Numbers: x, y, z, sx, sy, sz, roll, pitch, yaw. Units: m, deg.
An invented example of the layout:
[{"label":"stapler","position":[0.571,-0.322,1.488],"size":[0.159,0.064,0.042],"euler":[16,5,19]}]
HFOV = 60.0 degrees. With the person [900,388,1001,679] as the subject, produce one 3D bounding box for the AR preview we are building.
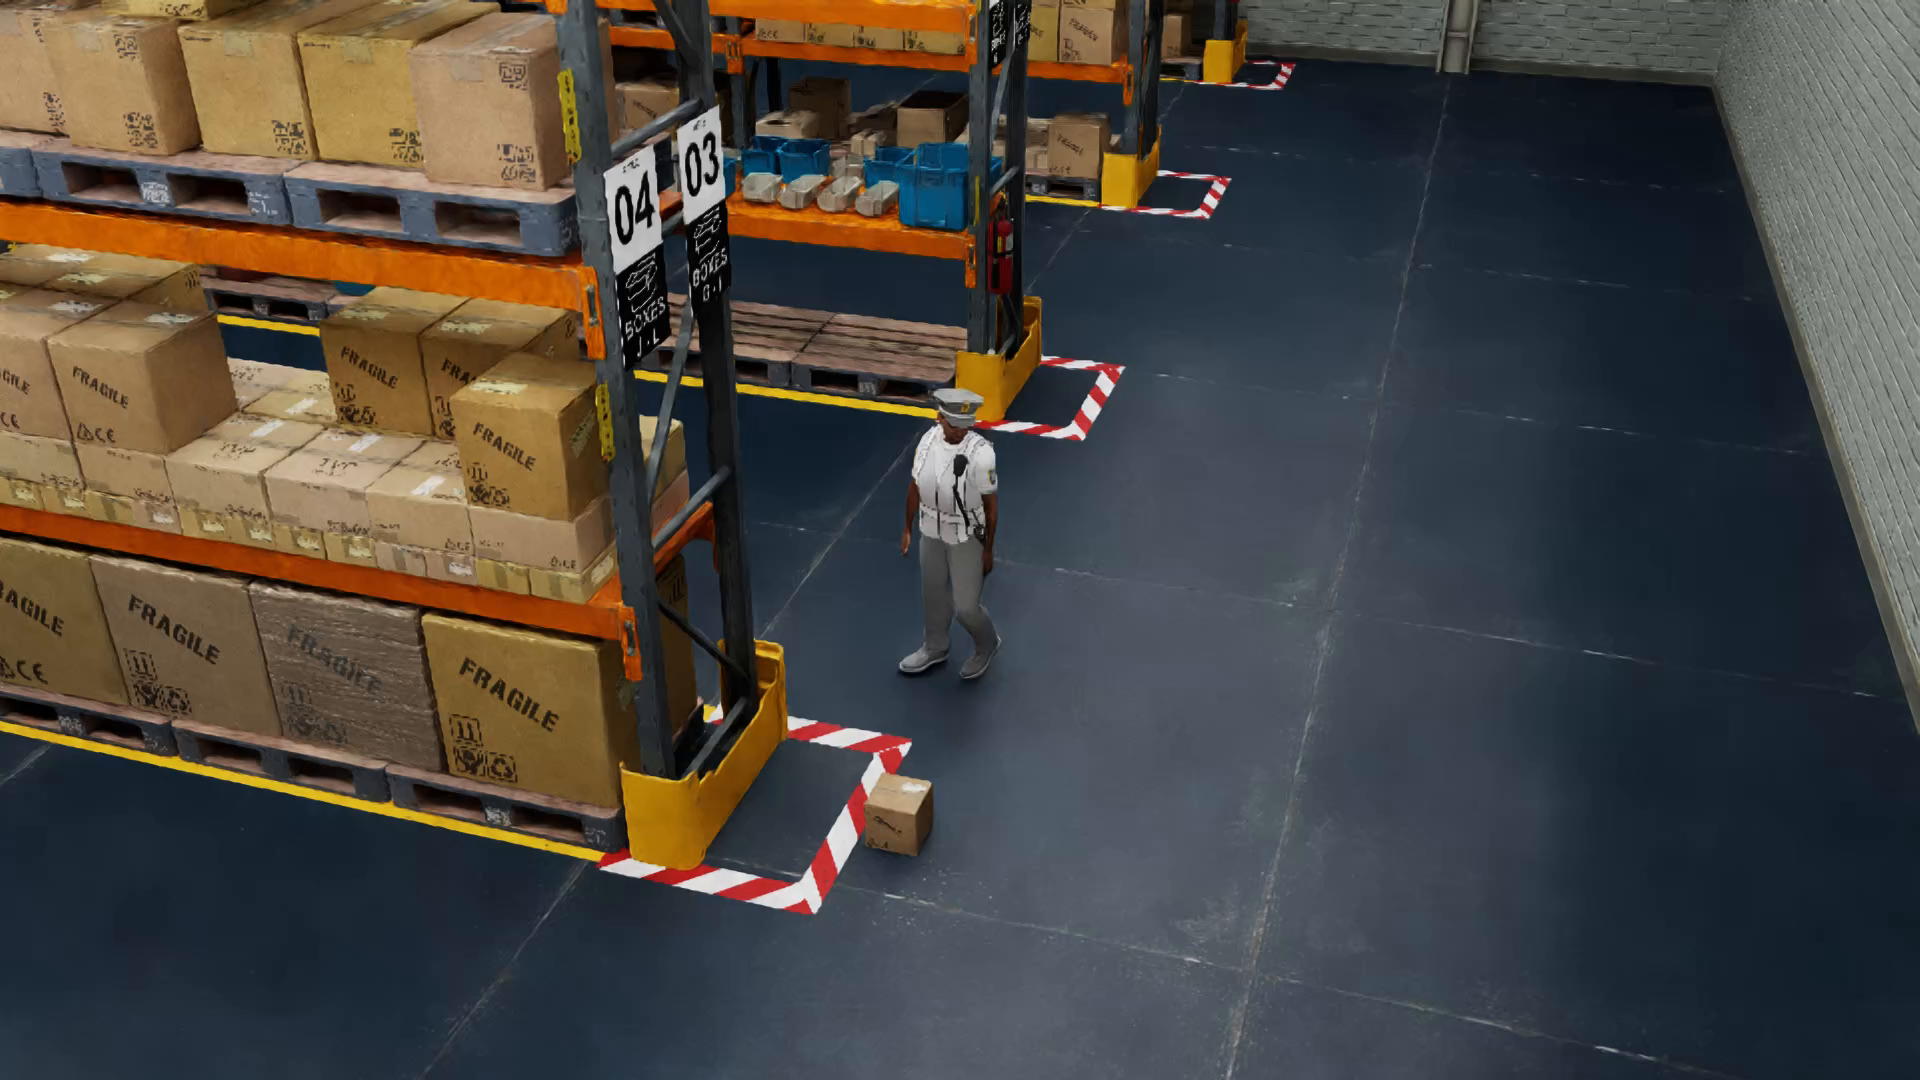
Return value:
[{"label":"person","position":[-0.039,-0.025,8.514],"size":[0.508,1.658,0.388],"euler":[20,35,31]}]
